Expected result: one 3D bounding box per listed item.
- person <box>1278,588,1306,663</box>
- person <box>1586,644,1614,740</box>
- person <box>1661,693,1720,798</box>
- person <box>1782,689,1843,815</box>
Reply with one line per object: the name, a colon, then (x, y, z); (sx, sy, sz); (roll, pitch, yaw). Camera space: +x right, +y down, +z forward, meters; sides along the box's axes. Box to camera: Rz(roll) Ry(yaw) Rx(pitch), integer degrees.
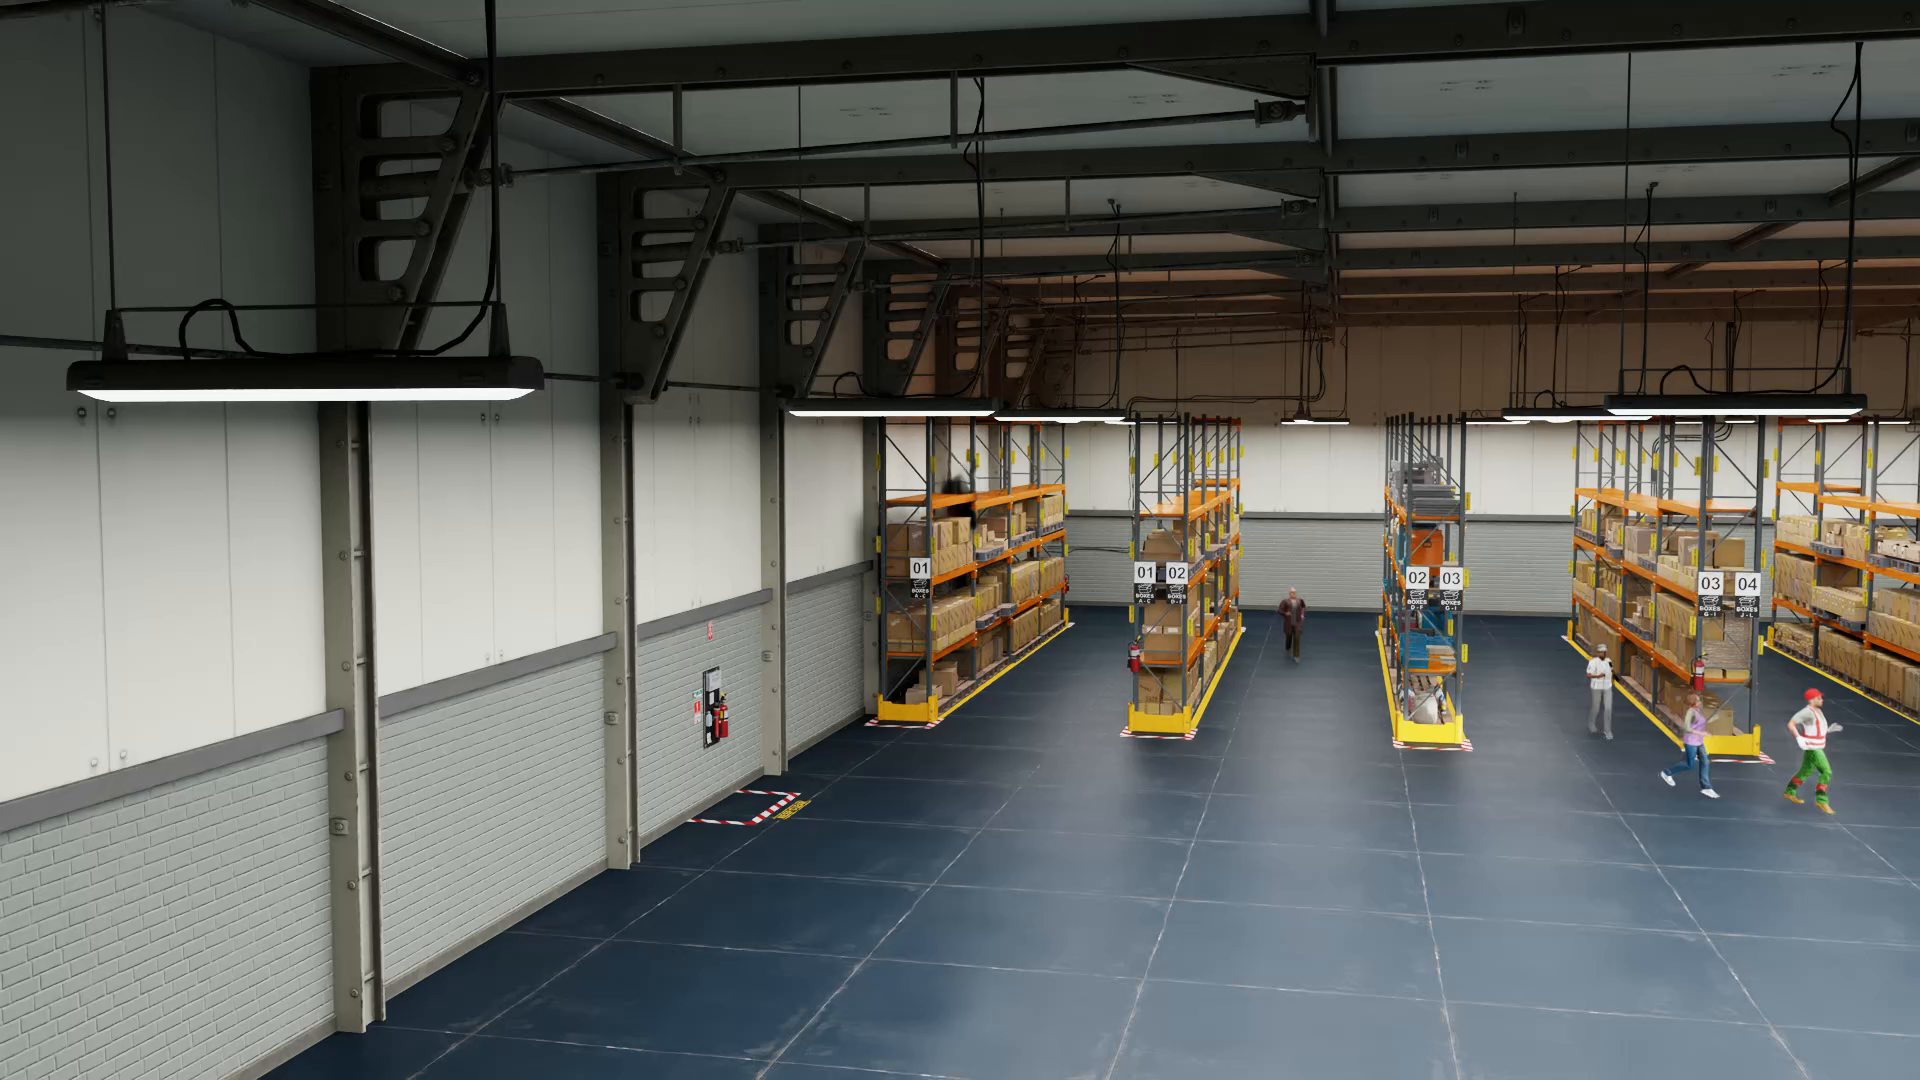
person: (8.142, 2.061, 40.716); (0.710, 1.781, 1.049); (0, 4, 3)
person: (11.858, 2.771, 30.750); (0.570, 1.719, 0.850); (0, 4, 3)
person: (11.389, 3.188, 25.885); (0.877, 1.573, 0.553); (4, 5, 43)
person: (12.728, 3.141, 24.848); (0.798, 1.847, 0.646); (3, 5, 39)
